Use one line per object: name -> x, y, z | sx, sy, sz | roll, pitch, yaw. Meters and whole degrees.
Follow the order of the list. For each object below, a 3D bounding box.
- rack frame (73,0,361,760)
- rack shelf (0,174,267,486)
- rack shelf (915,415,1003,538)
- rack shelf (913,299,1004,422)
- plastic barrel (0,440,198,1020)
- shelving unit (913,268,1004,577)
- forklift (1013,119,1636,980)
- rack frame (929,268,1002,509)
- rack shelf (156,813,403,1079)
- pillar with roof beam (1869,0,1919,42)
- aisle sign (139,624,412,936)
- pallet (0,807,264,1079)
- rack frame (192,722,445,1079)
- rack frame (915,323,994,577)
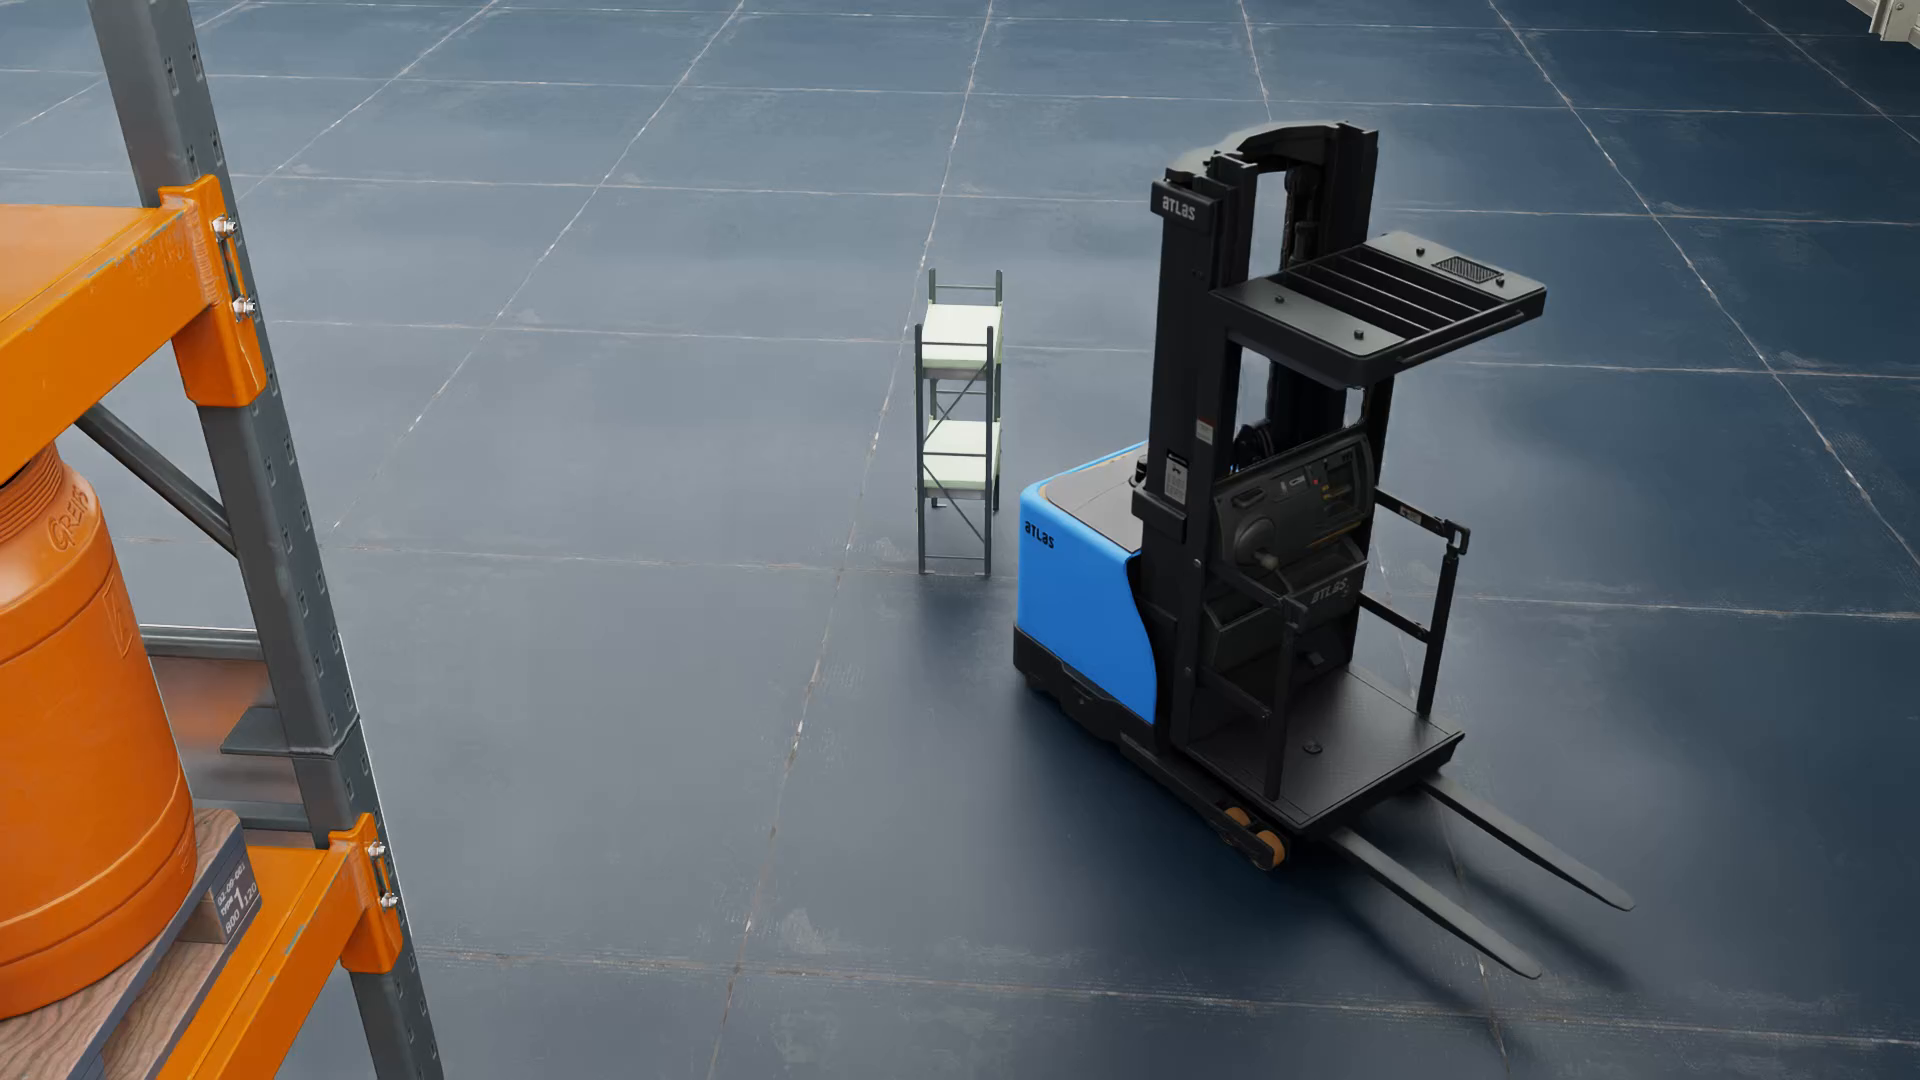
rack frame -> -1.674, -0.917, 2.440 | 1.000, 3.000, 0.127 | 2, 32, 4
rack shelf -> -1.837, 0.606, 1.037 | 1.077, 0.370, 4.000 | 2, 32, 4
rack shelf -> 0.001, -0.364, 9.314 | 0.431, 0.370, 0.720 | 2, 32, 4
rack shelf -> 0.001, -0.974, 8.938 | 0.431, 0.370, 0.720 | 2, 32, 4
plastic barrel -> -1.587, 0.258, 2.583 | 0.600, 0.830, 0.708 | 2, 32, 4
shelving unit -> 0.001, -0.642, 9.142 | 0.431, 1.500, 0.755 | 2, 32, 4
forklift -> 1.555, -0.113, 6.920 | 1.130, 2.935, 3.031 | -22, 38, -31
rack frame -> 0.030, -0.833, 9.453 | 0.400, 1.500, 0.023 | 2, 32, 4
rack shelf -> -1.837, 1.713, 1.719 | 1.077, 0.370, 4.000 | 2, 32, 4
pillar with roof beam -> 6.180, -9.686, 16.671 | 9.100, 9.000, 0.400 | 2, 32, 4
aisle sign -> -1.372, 0.506, 3.373 | 0.394, 0.787, 0.004 | 2, 32, 4
pallet -> -1.839, 0.869, 2.582 | 1.003, 0.211, 1.213 | 2, 32, 4
rack frame -> -1.674, 1.637, 4.014 | 1.000, 3.000, 0.127 | 2, 32, 4
rack frame -> -0.029, -0.451, 8.832 | 0.400, 1.500, 0.023 | 2, 32, 4
